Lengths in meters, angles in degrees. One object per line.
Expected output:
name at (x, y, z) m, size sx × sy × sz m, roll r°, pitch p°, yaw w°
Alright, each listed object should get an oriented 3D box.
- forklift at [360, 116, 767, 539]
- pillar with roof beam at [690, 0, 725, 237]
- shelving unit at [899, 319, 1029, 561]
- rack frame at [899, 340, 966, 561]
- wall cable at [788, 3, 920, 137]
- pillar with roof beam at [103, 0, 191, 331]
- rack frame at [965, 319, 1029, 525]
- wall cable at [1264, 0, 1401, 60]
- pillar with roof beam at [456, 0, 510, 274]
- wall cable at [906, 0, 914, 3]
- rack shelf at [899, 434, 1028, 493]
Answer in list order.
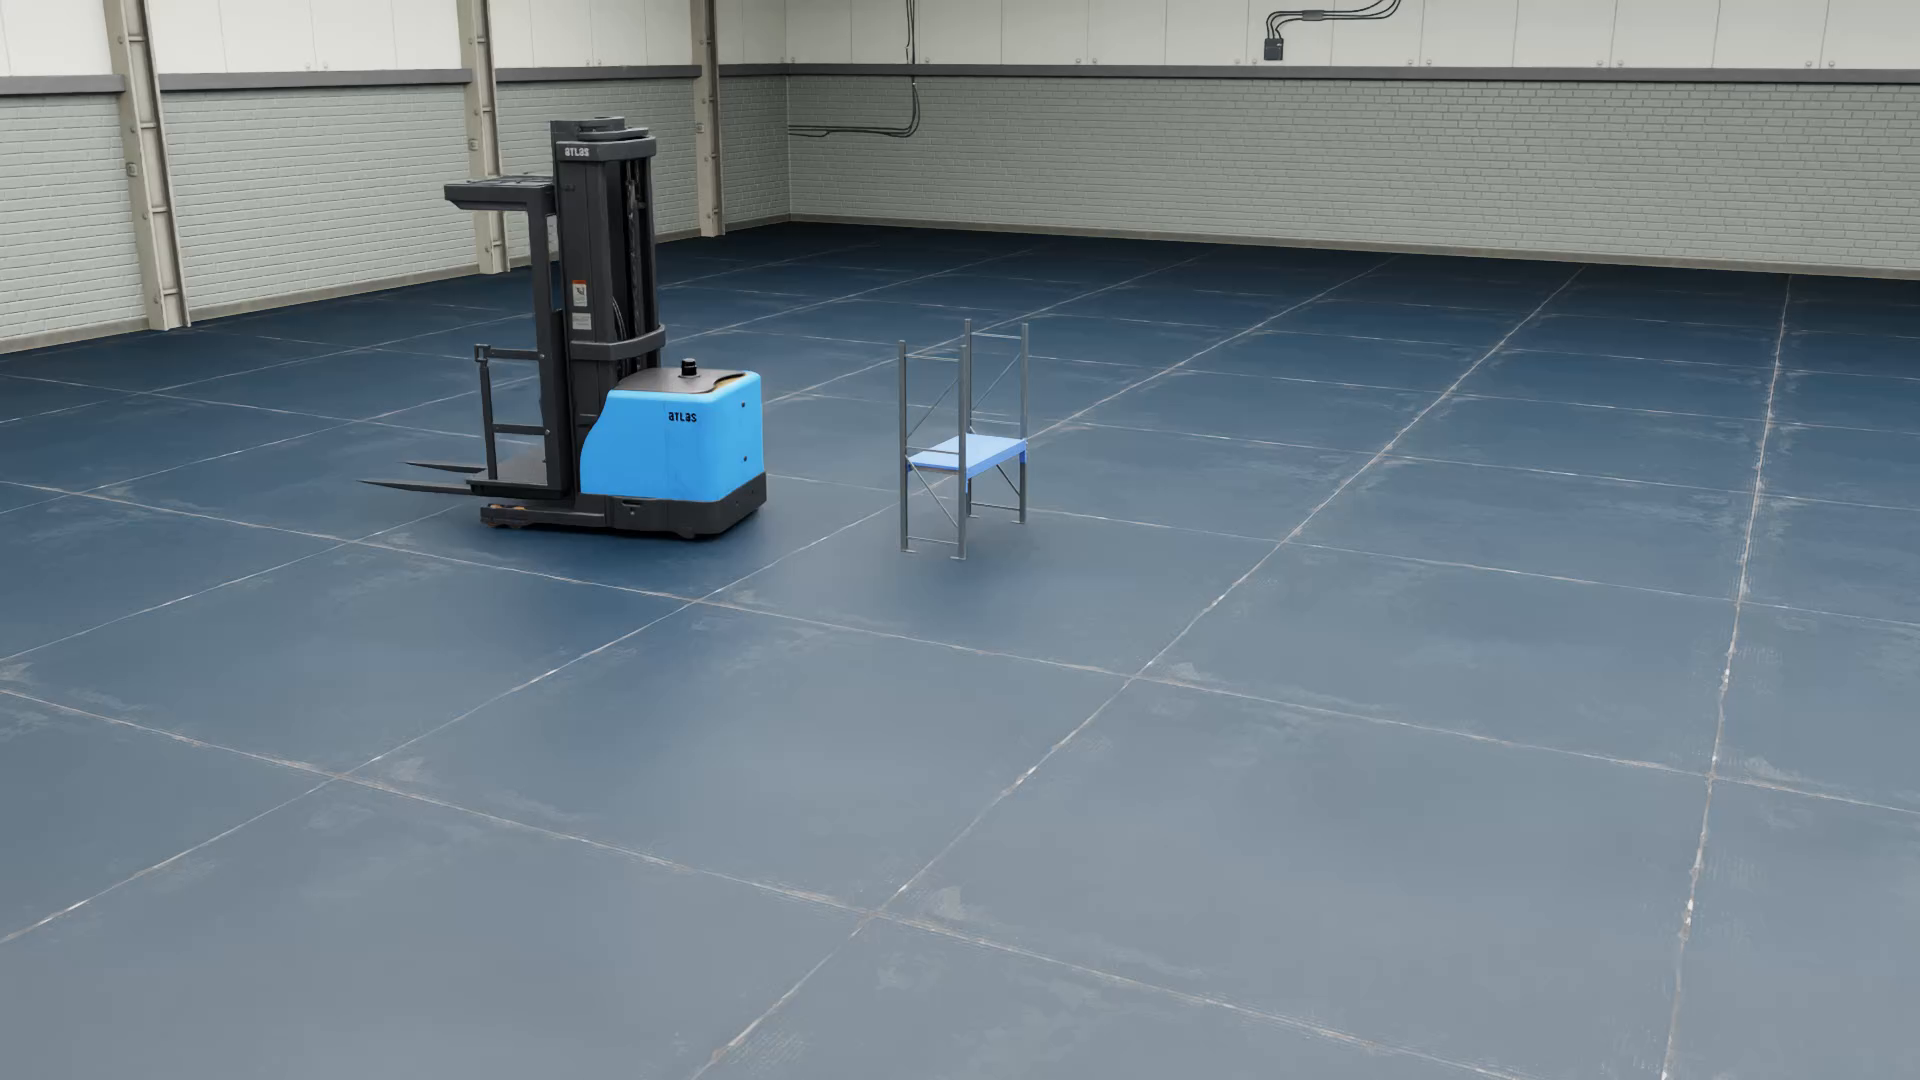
forklift at (-3.060, -1.625, 12.346) m, size 3.031 × 2.935 × 1.130 m, roll 4°, pitch 17°, yaw 14°
pillar with roof beam at (-0.820, -9.522, 28.280) m, size 9.100 × 9.000 × 0.400 m, roll 8°, pitch 18°, yaw 25°
shelving unit at (0.038, -0.741, 11.884) m, size 0.538 × 1.500 × 1.048 m, roll 8°, pitch 18°, yaw 25°
rack frame at (-0.189, -0.611, 11.448) m, size 0.500 × 1.500 × 0.032 m, roll 8°, pitch 18°, yaw 25°
wall cable at (-2.172, -9.164, 32.526) m, size 3.097 × 2.526 × 0.112 m, roll 8°, pitch 18°, yaw 25°
pillar with roof beam at (-6.182, -6.466, 17.989) m, size 9.100 × 9.000 × 0.400 m, roll 8°, pitch 18°, yaw 25°
rack frame at (0.265, -0.870, 12.320) m, size 0.500 × 1.500 × 0.032 m, roll 8°, pitch 18°, yaw 25°
wall cable at (6.314, -11.071, 27.520) m, size 2.305 × 6.003 × 0.169 m, roll 8°, pitch 18°, yaw 25°
pillar with roof beam at (-3.501, -7.994, 23.134) m, size 9.100 × 9.000 × 0.400 m, roll 8°, pitch 18°, yaw 25°
wall cable at (0.248, -11.241, 30.648) m, size 3.097 × 2.526 × 0.112 m, roll 8°, pitch 18°, yaw 25°
rack shelf at (0.038, -0.568, 11.935) m, size 0.538 × 0.185 × 1.000 m, roll 8°, pitch 18°, yaw 25°
